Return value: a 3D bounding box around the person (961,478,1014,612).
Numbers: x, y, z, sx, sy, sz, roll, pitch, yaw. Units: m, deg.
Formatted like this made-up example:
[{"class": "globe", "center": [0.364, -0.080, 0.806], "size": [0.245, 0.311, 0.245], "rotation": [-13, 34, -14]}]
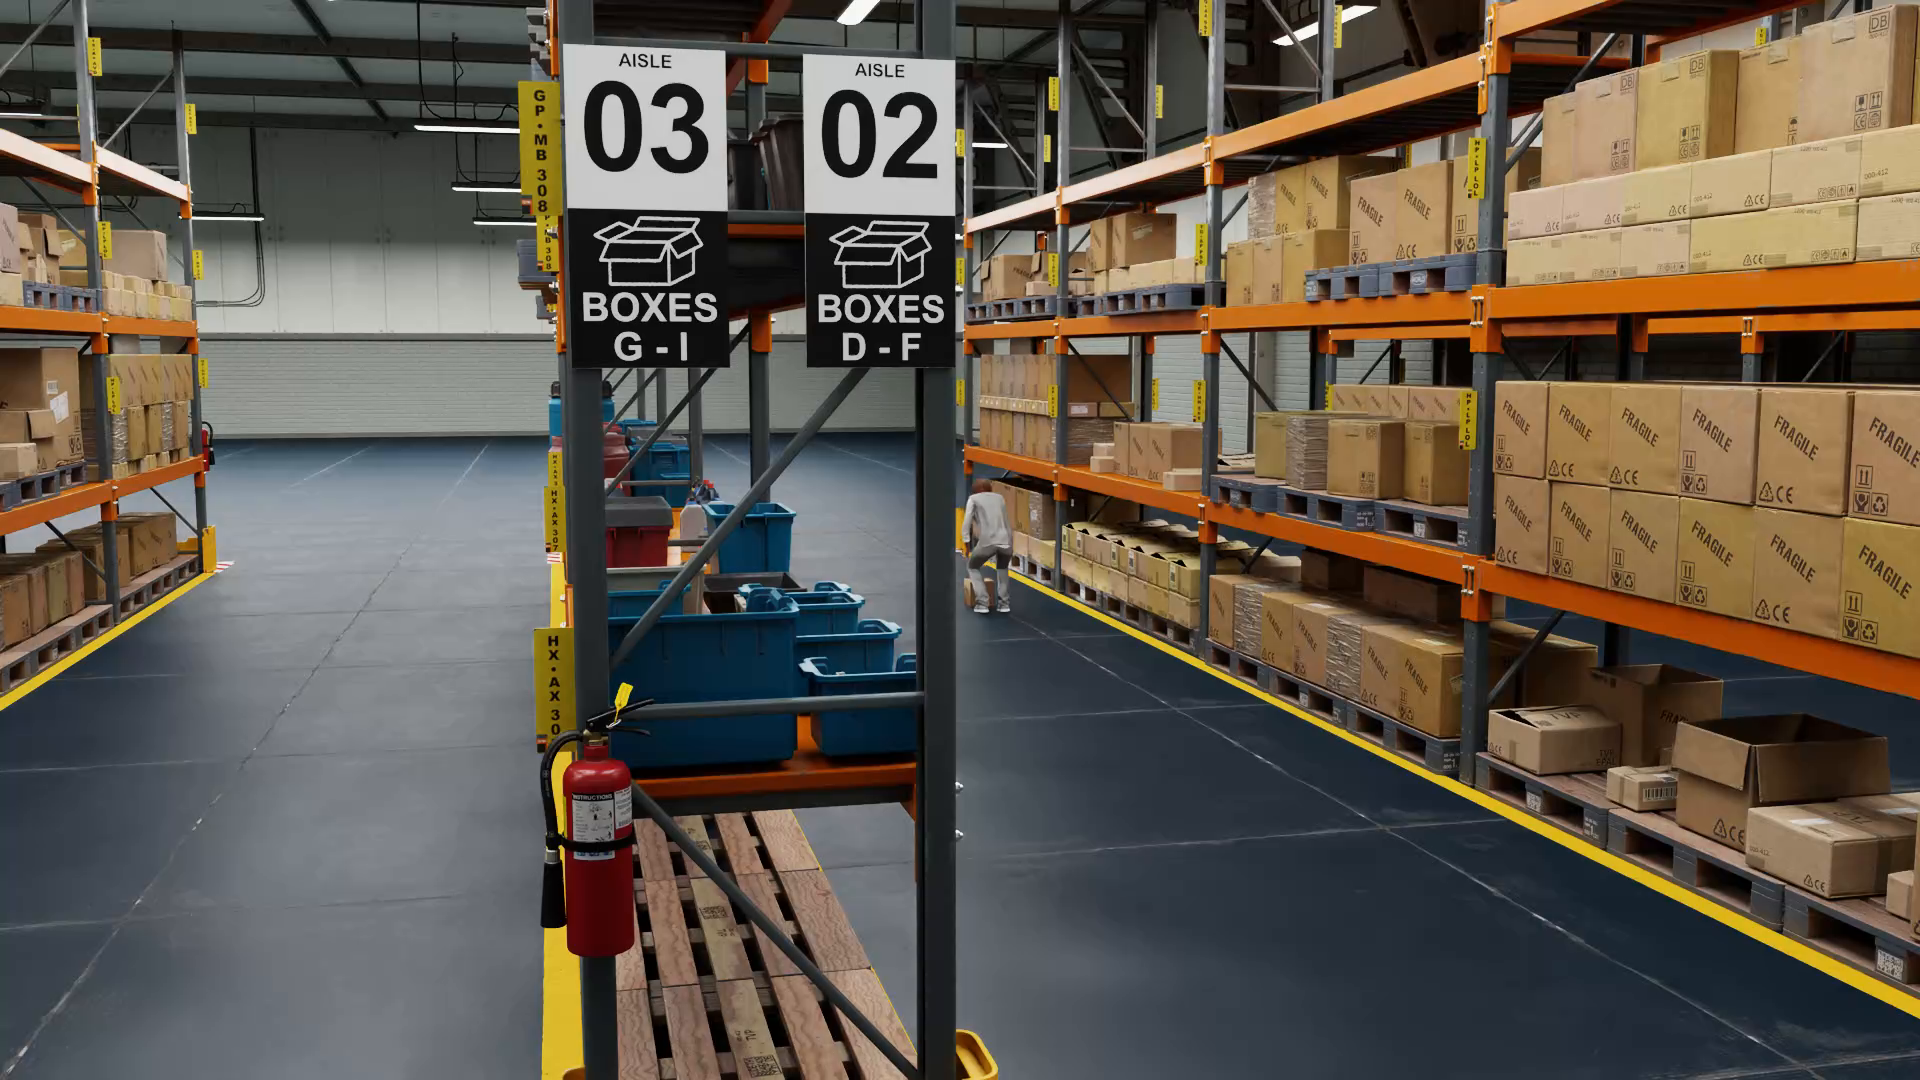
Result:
[{"class": "person", "center": [0.261, 0.068, 15.865], "size": [0.463, 1.250, 0.673], "rotation": [-1, 6, -13]}]
